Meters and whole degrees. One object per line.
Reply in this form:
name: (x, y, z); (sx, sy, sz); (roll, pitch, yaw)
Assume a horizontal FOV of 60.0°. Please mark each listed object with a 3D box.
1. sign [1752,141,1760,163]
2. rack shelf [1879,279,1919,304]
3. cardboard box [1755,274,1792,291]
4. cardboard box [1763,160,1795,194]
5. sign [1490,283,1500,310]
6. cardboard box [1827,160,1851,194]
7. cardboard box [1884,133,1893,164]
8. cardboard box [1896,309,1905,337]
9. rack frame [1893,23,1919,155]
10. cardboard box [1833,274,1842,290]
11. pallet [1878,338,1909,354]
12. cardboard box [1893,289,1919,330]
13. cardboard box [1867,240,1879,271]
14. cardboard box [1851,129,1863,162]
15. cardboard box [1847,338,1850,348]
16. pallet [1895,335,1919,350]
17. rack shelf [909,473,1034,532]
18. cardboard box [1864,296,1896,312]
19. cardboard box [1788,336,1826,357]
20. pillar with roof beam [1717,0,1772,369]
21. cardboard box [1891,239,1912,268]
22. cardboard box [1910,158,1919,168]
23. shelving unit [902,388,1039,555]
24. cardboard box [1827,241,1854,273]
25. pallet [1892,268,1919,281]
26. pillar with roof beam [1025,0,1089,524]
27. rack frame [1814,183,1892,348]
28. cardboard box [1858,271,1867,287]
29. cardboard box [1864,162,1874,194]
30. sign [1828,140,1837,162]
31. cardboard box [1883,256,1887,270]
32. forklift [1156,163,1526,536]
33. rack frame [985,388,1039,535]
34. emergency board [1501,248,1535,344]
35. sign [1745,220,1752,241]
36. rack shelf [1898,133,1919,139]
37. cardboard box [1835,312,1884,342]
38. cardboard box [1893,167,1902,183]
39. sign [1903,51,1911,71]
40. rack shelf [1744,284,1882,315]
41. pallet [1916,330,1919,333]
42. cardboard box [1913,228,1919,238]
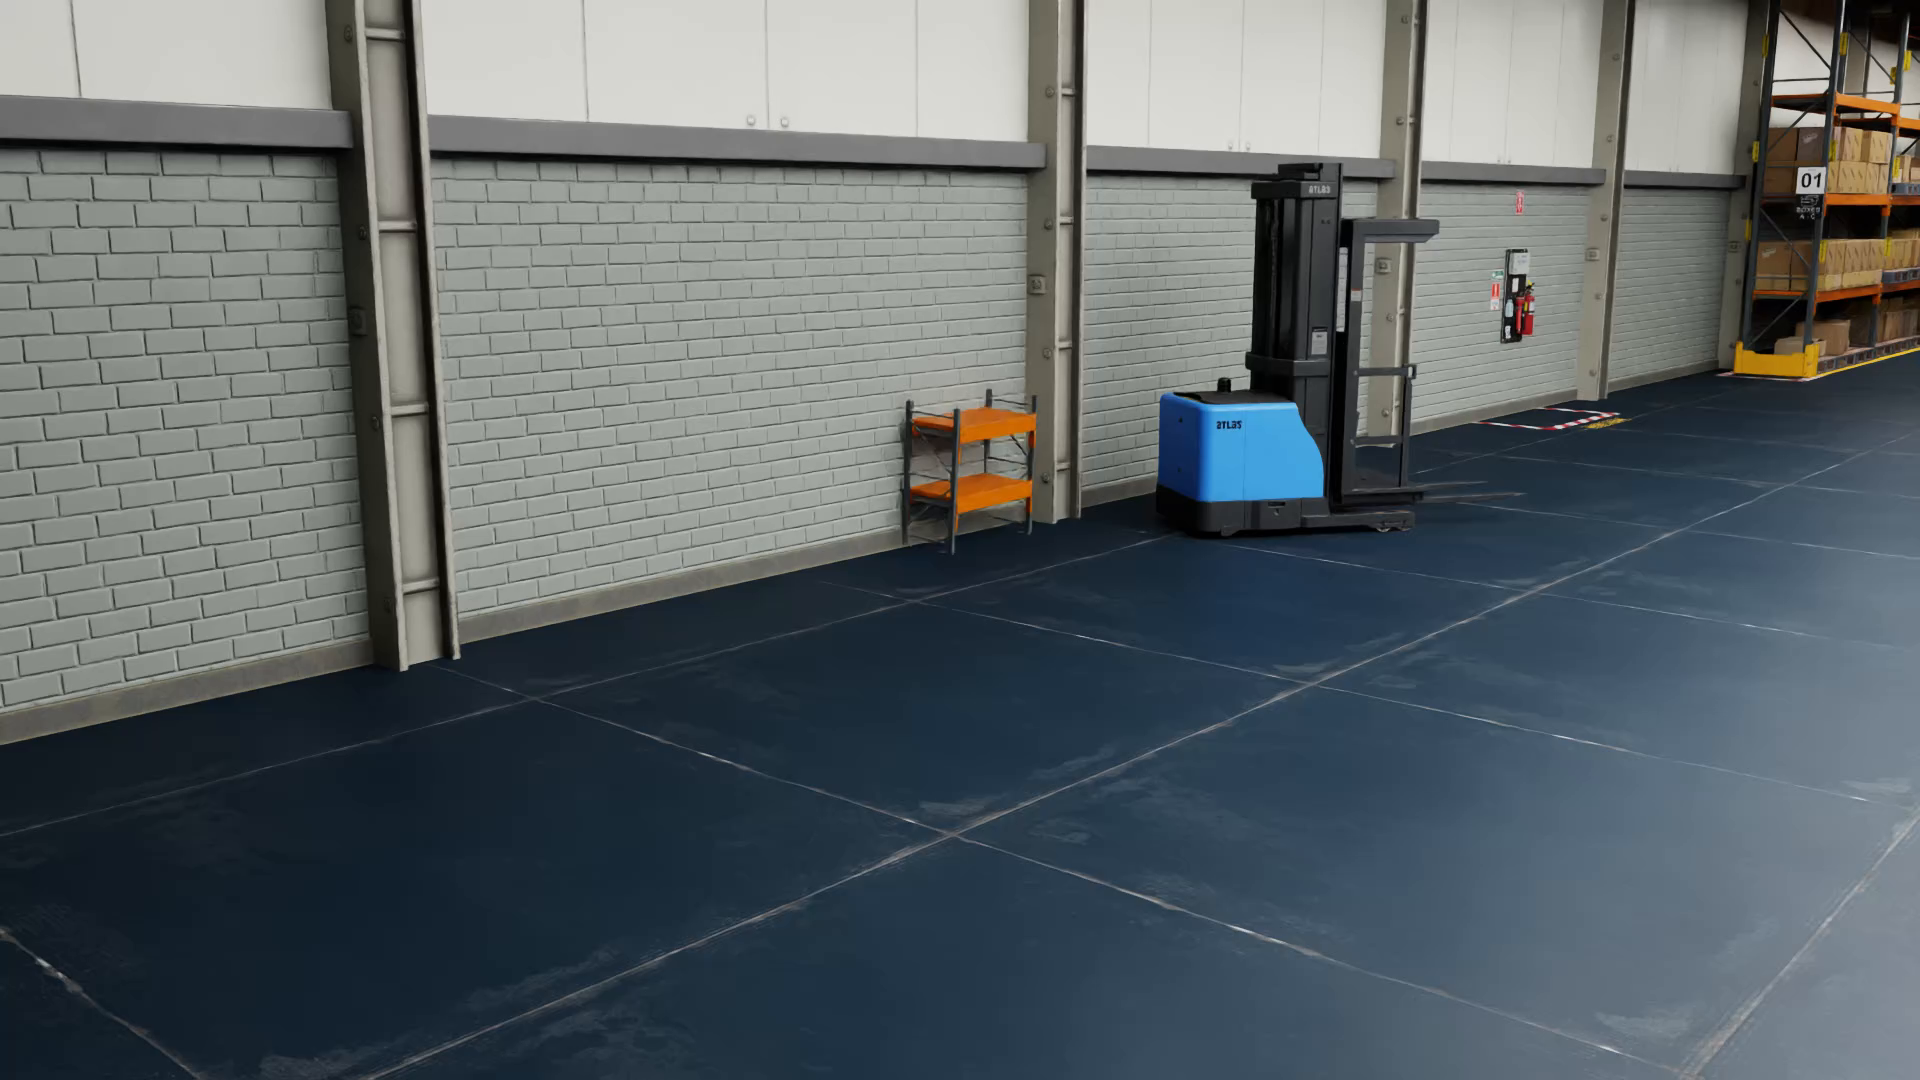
sign: (12.455, -6.066, 26.007); (0.100, 0.325, 0.005); (10, 15, 40)
rack shelf: (16.820, -4.617, 30.503); (1.077, 0.370, 4.000); (10, 15, 40)
cardboard box: (13.022, -4.117, 26.496); (0.500, 0.250, 0.500); (10, 15, 41)
cardboard box: (12.944, -5.711, 26.179); (0.500, 0.500, 0.500); (-11, 16, -43)
sign: (6.608, -3.009, 20.529); (0.001, 0.329, 0.234); (10, 15, 40)
cardboard box: (13.649, -5.708, 26.165); (0.500, 0.500, 0.500); (-11, 16, -44)
cardboard box: (15.373, -6.586, 28.012); (0.500, 0.500, 0.500); (8, 14, 36)
cardboard box: (17.277, -4.080, 31.240); (0.700, 0.500, 0.500); (10, 15, 40)
rack frame: (18.140, -8.205, 31.319); (1.000, 3.000, 0.127); (10, 15, 40)
cardboard box: (13.752, -4.132, 26.572); (0.500, 0.250, 0.500); (9, 15, 39)
pallet: (16.818, -3.603, 30.710); (1.003, 0.211, 1.213); (10, 15, 40)
cardboard box: (18.724, -4.507, 32.532); (0.750, 0.750, 0.750); (10, 15, 40)
cardboard box: (15.095, -4.795, 27.979); (0.500, 0.500, 0.500); (10, 15, 40)
cardboard box: (13.995, -6.276, 26.458); (0.500, 0.500, 0.500); (10, 15, 42)
cardboard box: (15.169, -3.419, 28.781); (0.380, 0.166, 0.250); (7, 14, 33)
pallet: (17.623, -3.781, 31.605); (1.003, 0.211, 1.213); (10, 15, 40)
rack shelf: (0.072, -0.318, 13.112); (0.538, 0.278, 1.000); (13, 17, 36)
cardboard box: (16.945, -4.357, 30.709); (0.500, 0.250, 0.500); (10, 15, 40)
cardboard box: (13.760, -3.158, 27.105); (0.500, 0.311, 0.500); (-11, 15, -43)
pillar with roof beam: (15.905, -6.687, 23.714); (9.100, 9.000, 0.400); (10, 15, 40)
cardboard box: (17.032, -5.272, 30.568); (0.700, 0.500, 0.500); (10, 15, 40)
cardboard box: (18.411, -7.077, 31.947); (0.700, 0.500, 0.500); (8, 14, 36)
shelving unit: (0.084, -0.556, 13.054); (0.538, 1.125, 1.048); (13, 17, 36)
cardboard box: (14.080, -4.569, 26.844); (0.500, 0.500, 0.500); (9, 14, 39)
pallet: (16.864, -4.873, 30.440); (1.003, 0.211, 1.213); (10, 15, 40)
pillar with roof beam: (4.023, -4.038, 10.455); (9.100, 9.000, 0.400); (10, 15, 40)
rack frame: (15.500, -4.675, 28.960); (1.000, 3.000, 0.127); (10, 15, 40)
cardboard box: (14.759, -4.354, 27.685); (0.500, 0.250, 0.500); (10, 15, 40)
cardboard box: (14.671, -5.939, 27.325); (0.500, 0.500, 0.500); (9, 14, 38)
sign: (13.267, -5.916, 25.283); (0.100, 0.325, 0.005); (10, 15, 40)
cardboard box: (15.861, -5.010, 29.260); (0.700, 0.500, 0.500); (10, 15, 41)
forklift: (3.229, -1.600, 13.738); (3.031, 2.935, 1.130); (-3, 12, -14)
rack frame: (0.393, -0.636, 13.450); (0.500, 1.125, 0.032); (13, 17, 36)
emergency board: (7.051, -3.060, 20.873); (0.194, 1.169, 0.643); (10, 15, 40)
sign: (12.455, -4.884, 26.243); (0.100, 0.325, 0.005); (10, 15, 40)
rack shelf: (19.460, -7.951, 32.901); (1.077, 0.370, 4.000); (10, 15, 40)
cardboard box: (16.276, -3.858, 30.128); (0.700, 0.500, 0.500); (9, 15, 39)
cardboard box: (16.327, -6.469, 29.438); (0.500, 0.311, 0.500); (10, 15, 42)
sign: (15.895, -8.041, 27.908); (0.100, 0.325, 0.005); (10, 15, 40)
rack shelf: (14.179, -4.028, 27.557); (1.077, 0.370, 4.000); (10, 15, 40)
pallet: (18.717, -4.002, 32.711); (1.003, 0.211, 1.213); (10, 15, 40)
cardboard box: (18.652, -5.874, 31.981); (0.500, 0.250, 0.500); (10, 15, 42)
